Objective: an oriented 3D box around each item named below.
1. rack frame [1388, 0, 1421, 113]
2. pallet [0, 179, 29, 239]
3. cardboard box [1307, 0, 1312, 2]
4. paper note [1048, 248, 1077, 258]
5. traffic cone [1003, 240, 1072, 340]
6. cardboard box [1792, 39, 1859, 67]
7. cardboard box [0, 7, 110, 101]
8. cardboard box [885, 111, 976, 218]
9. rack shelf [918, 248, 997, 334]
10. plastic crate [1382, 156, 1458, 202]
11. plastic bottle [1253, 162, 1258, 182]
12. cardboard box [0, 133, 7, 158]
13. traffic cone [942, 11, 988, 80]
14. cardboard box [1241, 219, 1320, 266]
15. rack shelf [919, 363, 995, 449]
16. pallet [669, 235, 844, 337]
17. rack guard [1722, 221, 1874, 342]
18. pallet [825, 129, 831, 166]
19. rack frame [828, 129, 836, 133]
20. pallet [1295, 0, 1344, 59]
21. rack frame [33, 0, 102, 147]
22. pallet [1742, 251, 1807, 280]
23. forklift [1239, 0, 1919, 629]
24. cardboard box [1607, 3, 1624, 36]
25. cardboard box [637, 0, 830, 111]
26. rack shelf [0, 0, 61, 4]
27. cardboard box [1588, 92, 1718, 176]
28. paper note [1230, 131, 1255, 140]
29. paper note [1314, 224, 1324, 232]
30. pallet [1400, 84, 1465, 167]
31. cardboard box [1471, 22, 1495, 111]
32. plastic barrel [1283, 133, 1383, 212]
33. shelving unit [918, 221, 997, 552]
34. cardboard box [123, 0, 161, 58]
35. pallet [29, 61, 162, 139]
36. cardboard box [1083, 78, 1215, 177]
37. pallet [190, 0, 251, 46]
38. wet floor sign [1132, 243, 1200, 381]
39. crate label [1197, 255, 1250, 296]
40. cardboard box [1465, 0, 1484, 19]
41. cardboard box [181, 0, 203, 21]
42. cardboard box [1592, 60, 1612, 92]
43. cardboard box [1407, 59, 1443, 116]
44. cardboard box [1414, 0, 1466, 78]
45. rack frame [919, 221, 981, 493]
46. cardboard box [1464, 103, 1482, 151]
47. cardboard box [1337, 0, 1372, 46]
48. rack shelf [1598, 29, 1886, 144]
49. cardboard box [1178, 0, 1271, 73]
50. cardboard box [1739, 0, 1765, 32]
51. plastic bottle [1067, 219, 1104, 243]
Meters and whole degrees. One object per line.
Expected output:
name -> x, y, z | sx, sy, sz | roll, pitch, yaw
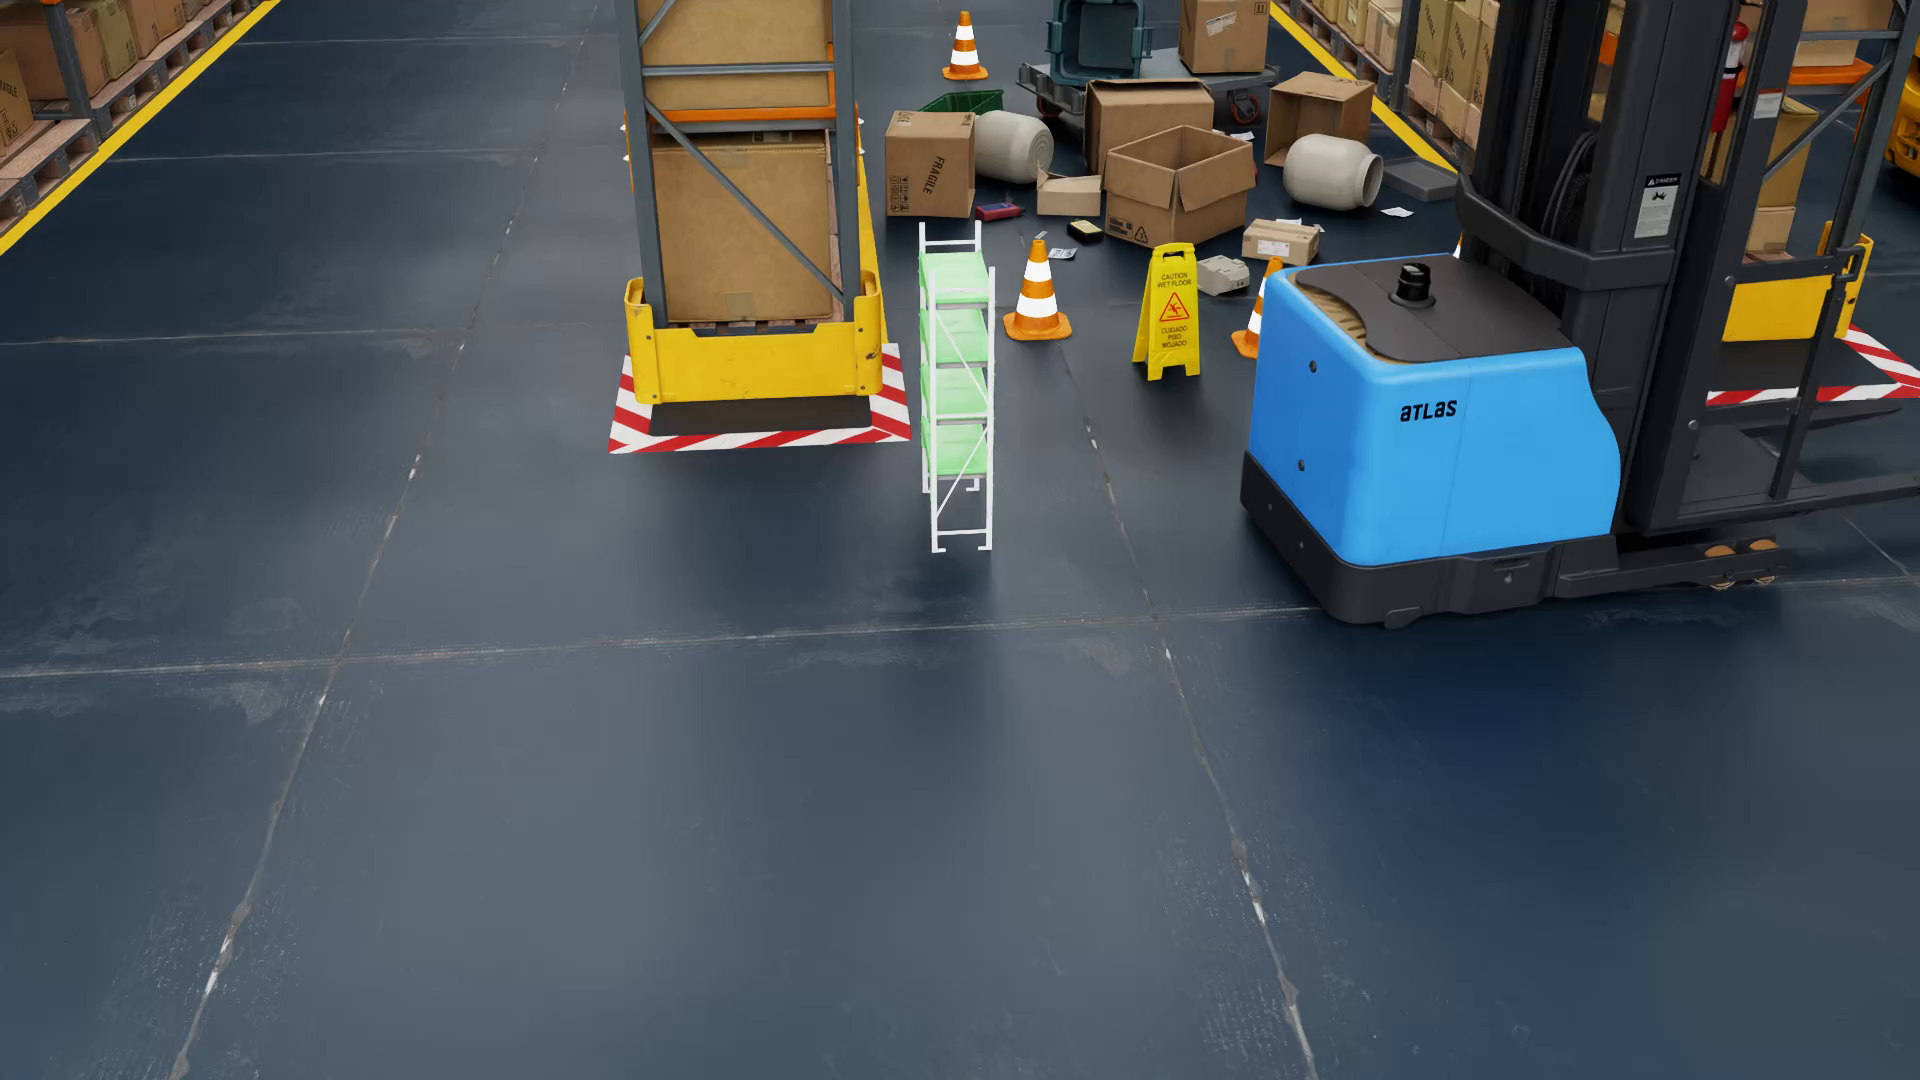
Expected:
rack frame -> 3.580, -4.382, 11.161 | 1.000, 3.000, 0.127 | -3, 31, -5
pallet -> -6.072, -1.745, 9.465 | 1.003, 0.211, 1.213 | -3, 31, -5
cardboard box -> 3.326, -4.811, 14.032 | 0.950, 0.372, 0.625 | -3, 31, -6
paper note -> 0.582, -1.636, 9.461 | 0.144, 0.017, 0.142 | 8, 32, 13
traffic cone -> 0.399, -1.301, 8.477 | 0.336, 0.463, 0.334 | -3, 31, -5
cardboard box -> 4.128, -2.415, 8.113 | 0.380, 0.149, 0.250 | -3, 31, -4
cardboard box -> -6.323, -3.337, 11.421 | 0.700, 0.500, 0.500 | -5, 31, -8
cardboard box -> -0.173, -2.278, 10.073 | 0.500, 0.500, 0.500 | 2, 31, 4
rack shelf -> -0.015, -0.957, 6.370 | 0.258, 0.148, 0.480 | -3, 31, -5
plastic crate -> 2.910, -2.288, 10.502 | 0.402, 0.080, 0.583 | -14, 33, -22
plastic bottle -> 1.833, -2.372, 10.661 | 0.133, 0.061, 0.283 | 2, 31, 4
cardboard box -> -6.228, -2.516, 10.065 | 0.500, 0.500, 0.500 | 7, 32, 11
traffic cone -> 0.039, -3.761, 12.596 | 0.336, 0.463, 0.334 | -3, 31, -5
cardboard box -> 1.820, -1.688, 9.431 | 0.380, 0.149, 0.250 | 13, 33, 21
rack shelf -> -0.015, -0.545, 6.617 | 0.258, 0.148, 0.480 | -3, 31, -5
pallet -> -1.118, -1.258, 8.651 | 1.003, 0.211, 1.213 | -3, 31, -5
rack guard -> 3.946, -1.305, 8.448 | 1.175, 0.500, 0.348 | -3, 31, -5
pallet -> -1.346, -2.504, 10.736 | 1.003, 0.211, 1.213 | -3, 31, -5
rack frame -> -1.339, -4.093, 10.678 | 1.000, 3.000, 0.127 | -3, 31, -5
pallet -> 3.388, -4.207, 13.587 | 1.003, 0.211, 1.213 | -3, 31, -5
rack frame -> -6.287, -3.907, 10.366 | 1.000, 3.000, 0.127 | -3, 31, -5
pallet -> 3.906, -1.598, 9.219 | 1.003, 0.211, 1.213 | -3, 31, -5
forklift -> 2.731, -1.324, 6.109 | 3.031, 2.935, 1.130 | -7, 32, -12
cardboard box -> 3.569, -2.669, 8.537 | 0.380, 0.149, 0.250 | -3, 31, -5
cardboard box -> -1.045, -2.303, 7.534 | 0.875, 0.550, 0.550 | -3, 31, -5
rack shelf -> -6.100, -2.577, 8.841 | 1.077, 0.370, 4.000 | -3, 31, -5
cardboard box -> 3.619, -2.058, 8.811 | 0.500, 0.500, 0.500 | -3, 31, -4
paper note -> 1.931, -2.755, 11.333 | 0.148, 0.019, 0.142 | -3, 31, -5
paper note -> 2.122, -1.844, 9.827 | 0.032, 0.001, 0.123 | -3, 31, -5
pallet -> 3.678, -2.844, 11.305 | 1.003, 0.211, 1.213 | -3, 31, -5
cardboard box -> 3.474, -2.852, 10.140 | 0.500, 0.500, 0.500 | -1, 31, -2
plastic barrel -> 2.253, -2.216, 10.047 | 0.512, 0.421, 0.421 | 20, 36, 29
shelving unit -> -0.015, -0.600, 6.584 | 0.258, 1.200, 0.503 | -3, 31, -5
cardboard box -> -6.401, -3.867, 12.308 | 0.700, 0.500, 0.500 | -5, 31, -9
pallet -> -6.361, -3.107, 11.747 | 1.003, 0.211, 1.213 | -3, 31, -5
cardboard box -> 1.173, -2.579, 10.444 | 0.797, 0.637, 0.503 | -3, 31, -5
pallet -> -6.589, -4.353, 13.832 | 1.003, 0.211, 1.213 | -3, 31, -5
wet floor sign -> 1.008, -1.120, 7.996 | 0.267, 0.644, 0.232 | -8, 32, -13
crate label -> 1.420, -1.440, 9.028 | 0.250, 0.136, 0.298 | -20, 36, -30
cardboard box -> 3.368, -3.339, 10.323 | 0.380, 0.149, 0.250 | -2, 31, -3
cardboard box -> -6.514, -4.441, 13.269 | 0.700, 0.500, 0.500 | -5, 31, -9
cardboard box -> 3.518, -2.521, 8.953 | 0.380, 0.149, 0.250 | -2, 31, -3
cardboard box -> 3.366, -3.068, 11.232 | 0.500, 0.250, 0.500 | -4, 31, -7
cardboard box -> 3.366, -3.390, 11.040 | 0.500, 0.500, 0.500 | -1, 31, -2
rack frame -> -0.038, -0.724, 6.792 | 0.240, 1.200, 0.015 | -3, 31, -5
cardboard box -> 3.479, -2.525, 10.324 | 0.500, 0.250, 0.500 | -3, 31, -5
cardboard box -> 3.458, -4.069, 12.790 | 0.950, 0.372, 0.625 | -1, 31, -1
rack shelf -> 3.766, -3.052, 9.636 | 1.077, 0.370, 4.000 | -3, 31, -5
cardboard box -> 1.810, -3.533, 11.439 | 0.500, 0.500, 0.500 | -3, 31, -5
cardboard box -> 3.628, -2.774, 8.082 | 0.500, 0.500, 0.500 | -3, 31, -5
plastic bottle -> 0.716, -1.815, 9.729 | 0.133, 0.061, 0.283 | -14, 33, -22
